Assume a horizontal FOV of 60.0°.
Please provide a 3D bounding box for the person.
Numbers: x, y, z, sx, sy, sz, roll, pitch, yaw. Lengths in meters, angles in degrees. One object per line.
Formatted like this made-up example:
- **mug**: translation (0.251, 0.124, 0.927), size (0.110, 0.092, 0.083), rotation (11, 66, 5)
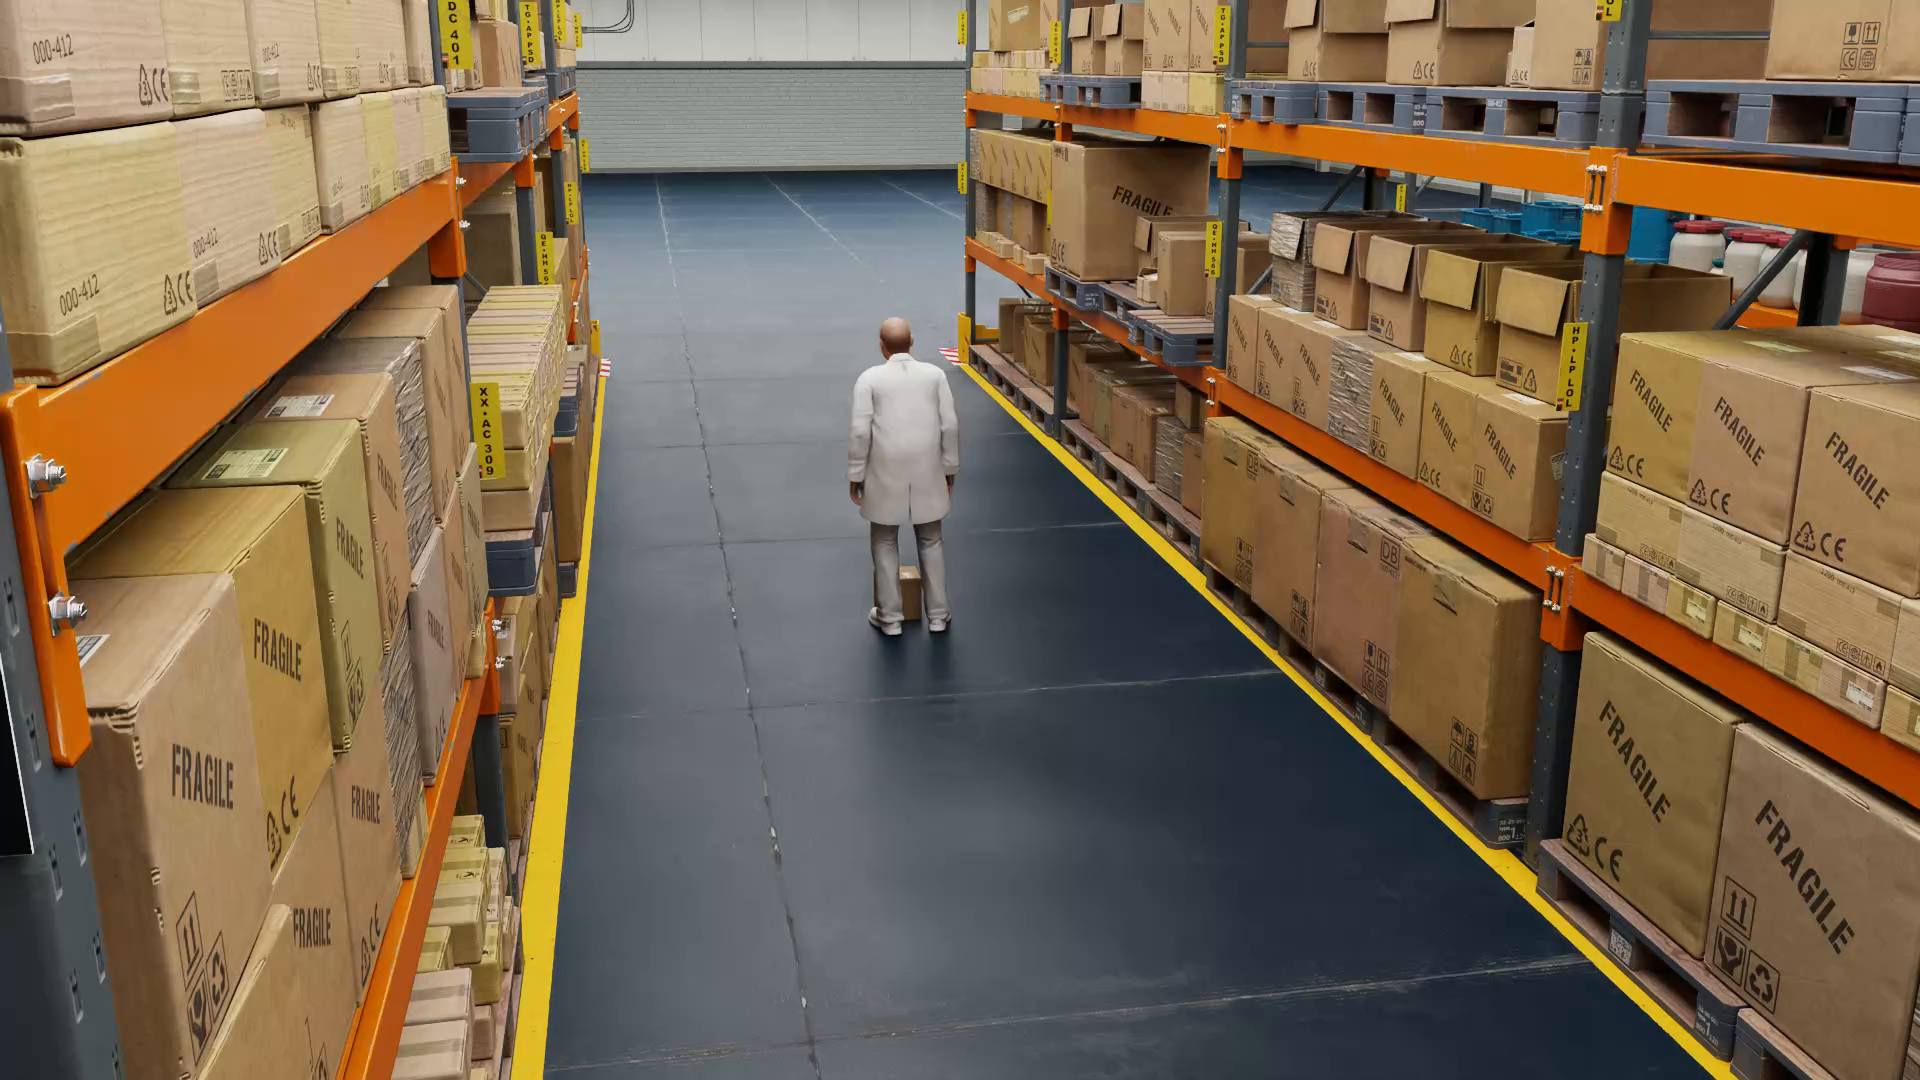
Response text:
- **person**: translation (-0.301, -0.338, 9.294), size (0.641, 1.739, 0.424), rotation (-4, 16, -12)
